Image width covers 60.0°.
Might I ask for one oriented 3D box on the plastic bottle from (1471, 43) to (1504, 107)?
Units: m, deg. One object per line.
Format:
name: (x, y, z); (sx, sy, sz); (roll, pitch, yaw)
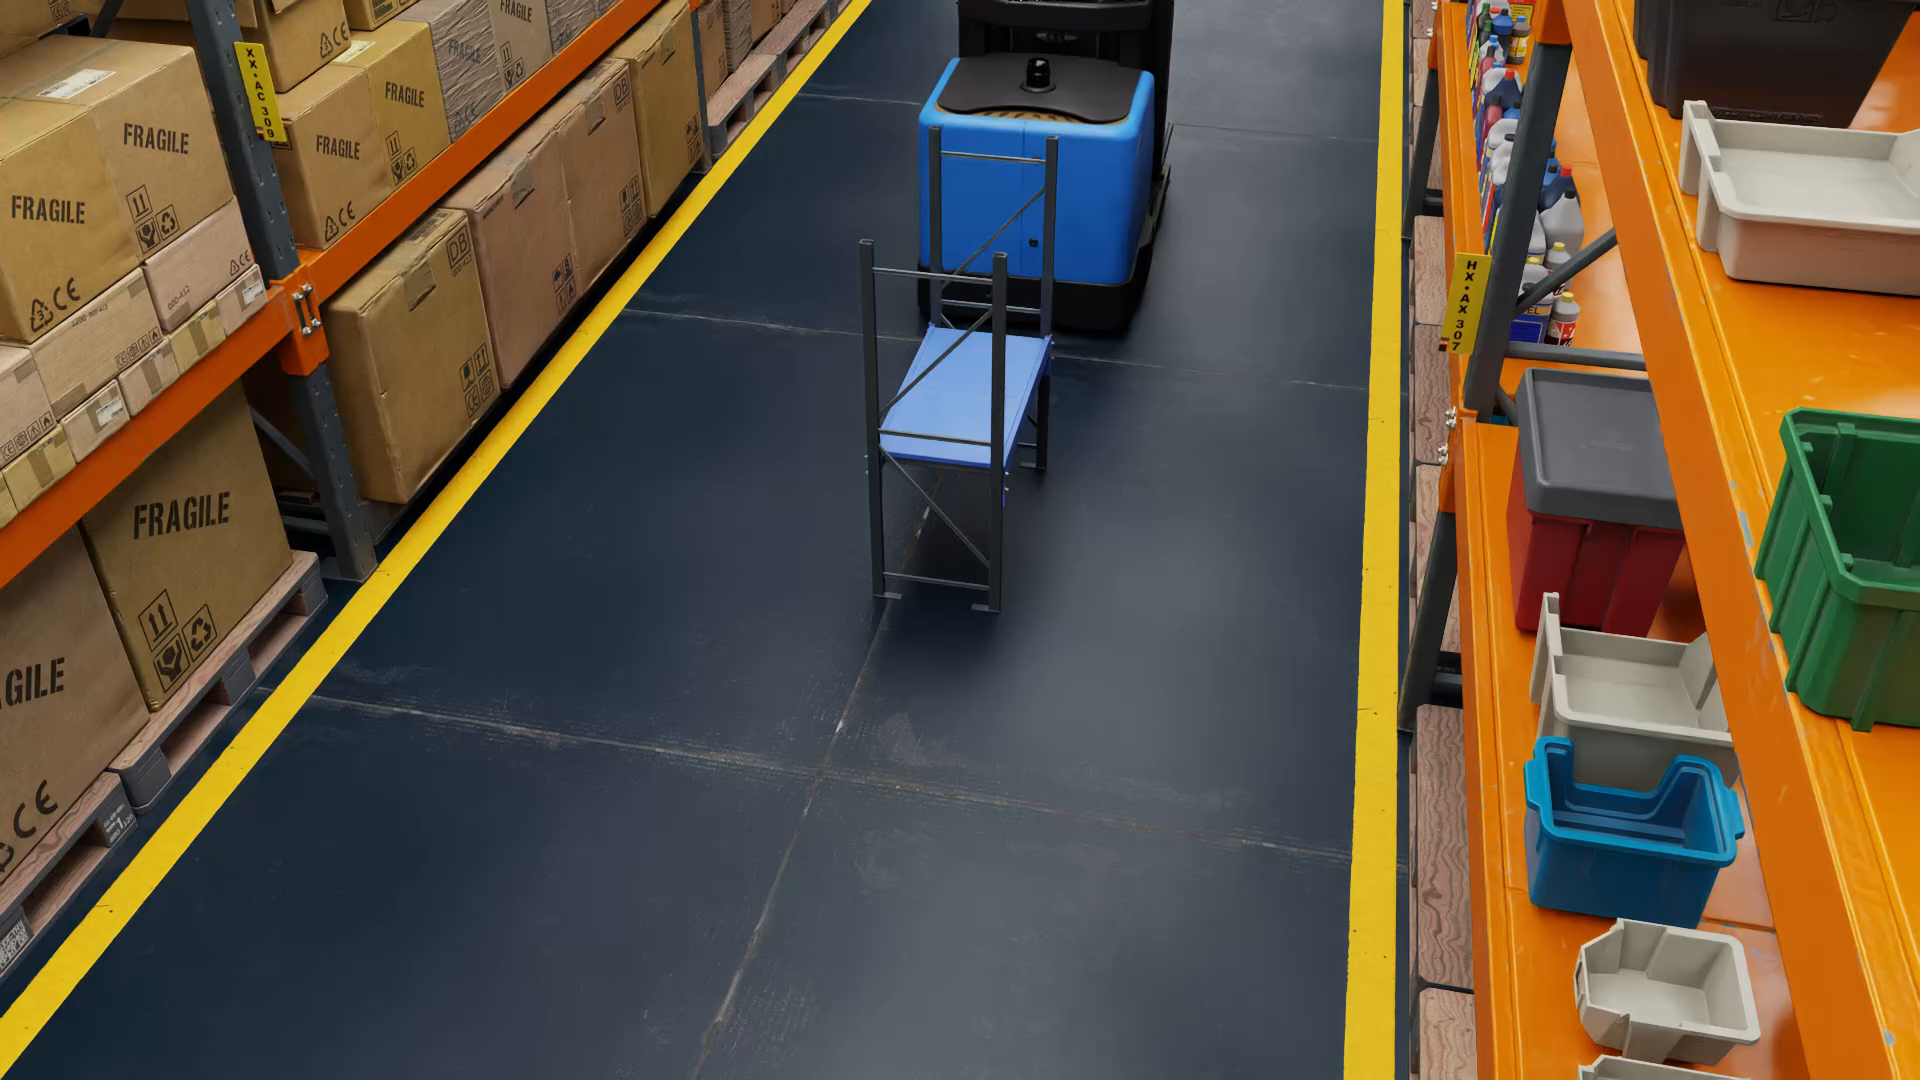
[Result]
plastic bottle: (2.227, -1.955, 7.001); (0.097, 0.271, 0.097); (0, 36, 0)

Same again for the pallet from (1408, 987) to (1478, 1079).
pallet: (1.652, 1.743, 4.166); (1.003, 0.211, 1.213); (7, 37, 10)

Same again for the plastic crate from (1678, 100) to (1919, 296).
plastic crate: (1.375, -0.545, 2.614); (0.437, 0.136, 0.530); (7, 37, 10)

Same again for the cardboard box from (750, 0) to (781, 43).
cardboard box: (-1.610, -3.627, 10.953); (0.700, 0.500, 0.500); (10, 37, 14)

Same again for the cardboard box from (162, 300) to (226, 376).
cardboard box: (-2.609, -0.670, 5.332); (0.380, 0.149, 0.250); (8, 37, 11)

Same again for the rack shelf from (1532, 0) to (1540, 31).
rack shelf: (2.457, -2.584, 5.817); (1.077, 0.370, 4.000); (7, 37, 10)

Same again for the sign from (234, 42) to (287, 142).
sign: (-2.266, -1.449, 5.388); (0.100, 0.325, 0.005); (7, 37, 10)

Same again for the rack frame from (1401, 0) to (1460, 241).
rack frame: (2.884, -2.808, 8.068); (1.000, 3.000, 0.127); (7, 37, 10)

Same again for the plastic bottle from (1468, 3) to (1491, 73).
plastic bottle: (2.304, -2.217, 7.352); (0.061, 0.283, 0.133); (7, 37, 10)

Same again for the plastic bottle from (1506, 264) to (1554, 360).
plastic bottle: (1.798, -0.731, 5.308); (0.152, 0.276, 0.135); (7, 37, 10)

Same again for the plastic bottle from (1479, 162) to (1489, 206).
plastic bottle: (2.011, -1.346, 6.221); (0.097, 0.201, 0.097); (0, 36, 0)

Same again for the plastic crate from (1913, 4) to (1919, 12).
plastic crate: (2.235, -1.362, 3.698); (0.450, 0.188, 0.662); (7, 37, 10)

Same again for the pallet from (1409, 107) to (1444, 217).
pallet: (3.088, -2.118, 9.492); (1.003, 0.211, 1.213); (7, 37, 10)

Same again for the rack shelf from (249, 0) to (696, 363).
rack shelf: (-2.381, -1.991, 7.554); (1.077, 0.370, 4.000); (7, 37, 10)

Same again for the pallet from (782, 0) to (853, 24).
pallet: (-1.265, -4.146, 12.291); (1.003, 0.211, 1.213); (7, 37, 10)

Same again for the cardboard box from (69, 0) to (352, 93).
cardboard box: (-2.680, -1.949, 5.943); (0.797, 0.503, 0.637); (6, 36, 9)

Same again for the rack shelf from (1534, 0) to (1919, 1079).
rack shelf: (1.603, -0.291, 2.653); (1.077, 0.370, 4.000); (7, 37, 10)

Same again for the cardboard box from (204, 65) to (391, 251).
cardboard box: (-2.466, -1.408, 6.052); (0.500, 0.500, 0.500); (7, 37, 10)

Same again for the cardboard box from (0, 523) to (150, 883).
cardboard box: (-3.220, 0.439, 5.041); (0.875, 0.875, 0.875); (7, 37, 10)

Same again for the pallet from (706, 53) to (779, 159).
pallet: (-1.786, -2.747, 10.361); (1.003, 0.211, 1.213); (7, 37, 10)

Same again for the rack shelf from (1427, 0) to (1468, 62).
rack shelf: (3.312, -3.663, 9.861); (1.077, 0.370, 4.000); (7, 37, 10)

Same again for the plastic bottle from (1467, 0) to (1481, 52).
plastic bottle: (2.361, -2.370, 7.564); (0.061, 0.283, 0.133); (7, 37, 10)

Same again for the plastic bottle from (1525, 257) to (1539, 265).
plastic bottle: (1.884, -0.839, 5.521); (0.097, 0.201, 0.097); (0, 36, 0)

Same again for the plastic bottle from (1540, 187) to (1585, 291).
plastic bottle: (2.048, -1.044, 5.677); (0.144, 0.351, 0.185); (7, 37, 10)

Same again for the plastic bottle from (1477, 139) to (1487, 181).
plastic bottle: (2.060, -1.479, 6.404); (0.097, 0.201, 0.097); (0, 36, 0)

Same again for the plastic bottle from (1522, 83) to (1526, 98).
plastic bottle: (2.319, -1.752, 6.653); (0.144, 0.351, 0.185); (7, 37, 10)

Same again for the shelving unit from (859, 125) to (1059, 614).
shelving unit: (0.018, -0.656, 6.377); (0.538, 1.500, 1.048); (7, 37, 10)

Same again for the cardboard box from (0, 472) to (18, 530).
cardboard box: (-2.828, -0.081, 4.520); (0.380, 0.149, 0.250); (7, 36, 9)

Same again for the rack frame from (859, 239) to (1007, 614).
rack frame: (-0.090, -0.365, 5.975); (0.500, 1.500, 0.032); (7, 37, 10)

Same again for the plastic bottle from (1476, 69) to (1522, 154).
plastic bottle: (2.142, -1.694, 6.573); (0.144, 0.351, 0.185); (7, 37, 10)

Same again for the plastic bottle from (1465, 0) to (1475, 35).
plastic bottle: (2.425, -2.485, 7.732); (0.097, 0.271, 0.097); (0, 36, 0)

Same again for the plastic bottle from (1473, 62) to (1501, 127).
plastic bottle: (2.178, -1.823, 6.819); (0.097, 0.271, 0.097); (0, 36, 0)

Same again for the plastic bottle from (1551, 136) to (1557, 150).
plastic bottle: (2.188, -1.433, 6.280); (0.097, 0.271, 0.097); (0, 36, 0)

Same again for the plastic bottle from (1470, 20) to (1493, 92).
plastic bottle: (2.255, -2.084, 7.169); (0.061, 0.283, 0.133); (7, 37, 10)

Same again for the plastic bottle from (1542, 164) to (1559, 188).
plastic bottle: (2.110, -1.222, 5.990); (0.097, 0.271, 0.097); (0, 36, 0)

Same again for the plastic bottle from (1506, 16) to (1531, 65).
plastic bottle: (2.503, -2.249, 7.467); (0.097, 0.201, 0.097); (0, 36, 0)

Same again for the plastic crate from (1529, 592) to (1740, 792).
plastic crate: (1.524, 0.362, 3.745); (0.437, 0.282, 0.530); (7, 37, 10)

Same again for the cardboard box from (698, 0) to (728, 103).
cardboard box: (-1.831, -2.981, 10.062); (0.700, 0.500, 0.500); (5, 36, 8)

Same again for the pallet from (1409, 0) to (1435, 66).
pallet: (3.609, -3.517, 11.422); (1.003, 0.211, 1.213); (7, 37, 10)

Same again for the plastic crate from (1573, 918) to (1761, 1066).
plastic crate: (1.330, 0.872, 3.165); (0.298, 0.136, 0.250); (7, 37, 10)

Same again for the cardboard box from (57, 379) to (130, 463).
cardboard box: (-2.718, -0.376, 4.926); (0.380, 0.149, 0.250); (8, 37, 11)

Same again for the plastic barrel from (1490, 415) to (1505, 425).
plastic barrel: (2.314, -0.551, 6.384); (0.600, 0.901, 0.708); (7, 37, 10)

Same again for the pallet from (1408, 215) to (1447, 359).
pallet: (2.757, -1.221, 8.255); (1.003, 0.211, 1.213); (7, 37, 10)

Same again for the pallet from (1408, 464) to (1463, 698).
pallet: (2.236, 0.177, 6.325); (1.003, 0.211, 1.213); (7, 37, 10)

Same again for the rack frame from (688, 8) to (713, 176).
rack frame: (-1.954, -3.429, 8.924); (1.000, 3.000, 0.127); (7, 37, 10)

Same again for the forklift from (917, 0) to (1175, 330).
forklift: (0.584, -3.060, 8.474); (1.130, 2.935, 3.031); (7, 36, 9)

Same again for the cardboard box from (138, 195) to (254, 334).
cardboard box: (-2.647, -0.909, 5.322); (0.500, 0.250, 0.500); (7, 36, 9)

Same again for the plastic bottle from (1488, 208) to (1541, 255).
plastic bottle: (1.907, -1.063, 5.702); (0.144, 0.351, 0.185); (7, 37, 10)

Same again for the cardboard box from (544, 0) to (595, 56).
cardboard box: (-2.038, -2.572, 7.657); (0.500, 0.500, 0.500); (6, 36, 8)

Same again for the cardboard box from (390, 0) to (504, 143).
cardboard box: (-2.252, -1.983, 6.845); (0.500, 0.500, 0.500); (7, 36, 9)

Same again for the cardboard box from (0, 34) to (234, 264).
cardboard box: (-2.646, -1.202, 5.087); (0.500, 0.500, 0.500); (8, 37, 11)

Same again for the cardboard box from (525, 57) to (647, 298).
cardboard box: (-2.320, -1.835, 8.179); (1.225, 0.875, 0.875); (7, 37, 10)

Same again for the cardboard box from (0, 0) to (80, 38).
cardboard box: (-6.560, -3.705, 10.865); (1.050, 0.750, 0.750); (7, 36, 9)

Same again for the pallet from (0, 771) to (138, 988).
pallet: (-3.306, 1.121, 5.023); (1.003, 0.211, 1.213); (7, 37, 10)

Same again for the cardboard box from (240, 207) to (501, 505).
cardboard box: (-2.691, -0.814, 6.770); (1.225, 0.875, 0.875); (7, 37, 10)

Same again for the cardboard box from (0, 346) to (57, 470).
cardboard box: (-2.864, -0.319, 4.509); (0.500, 0.250, 0.500); (8, 37, 11)

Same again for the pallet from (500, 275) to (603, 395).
pallet: (-2.459, -1.160, 8.170); (1.003, 0.211, 1.213); (7, 37, 10)

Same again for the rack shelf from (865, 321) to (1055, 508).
rack shelf: (0.018, -0.511, 6.483); (0.538, 0.185, 1.000); (7, 37, 10)

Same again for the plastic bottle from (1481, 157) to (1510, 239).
plastic bottle: (1.984, -1.229, 5.996); (0.152, 0.276, 0.135); (7, 37, 10)
